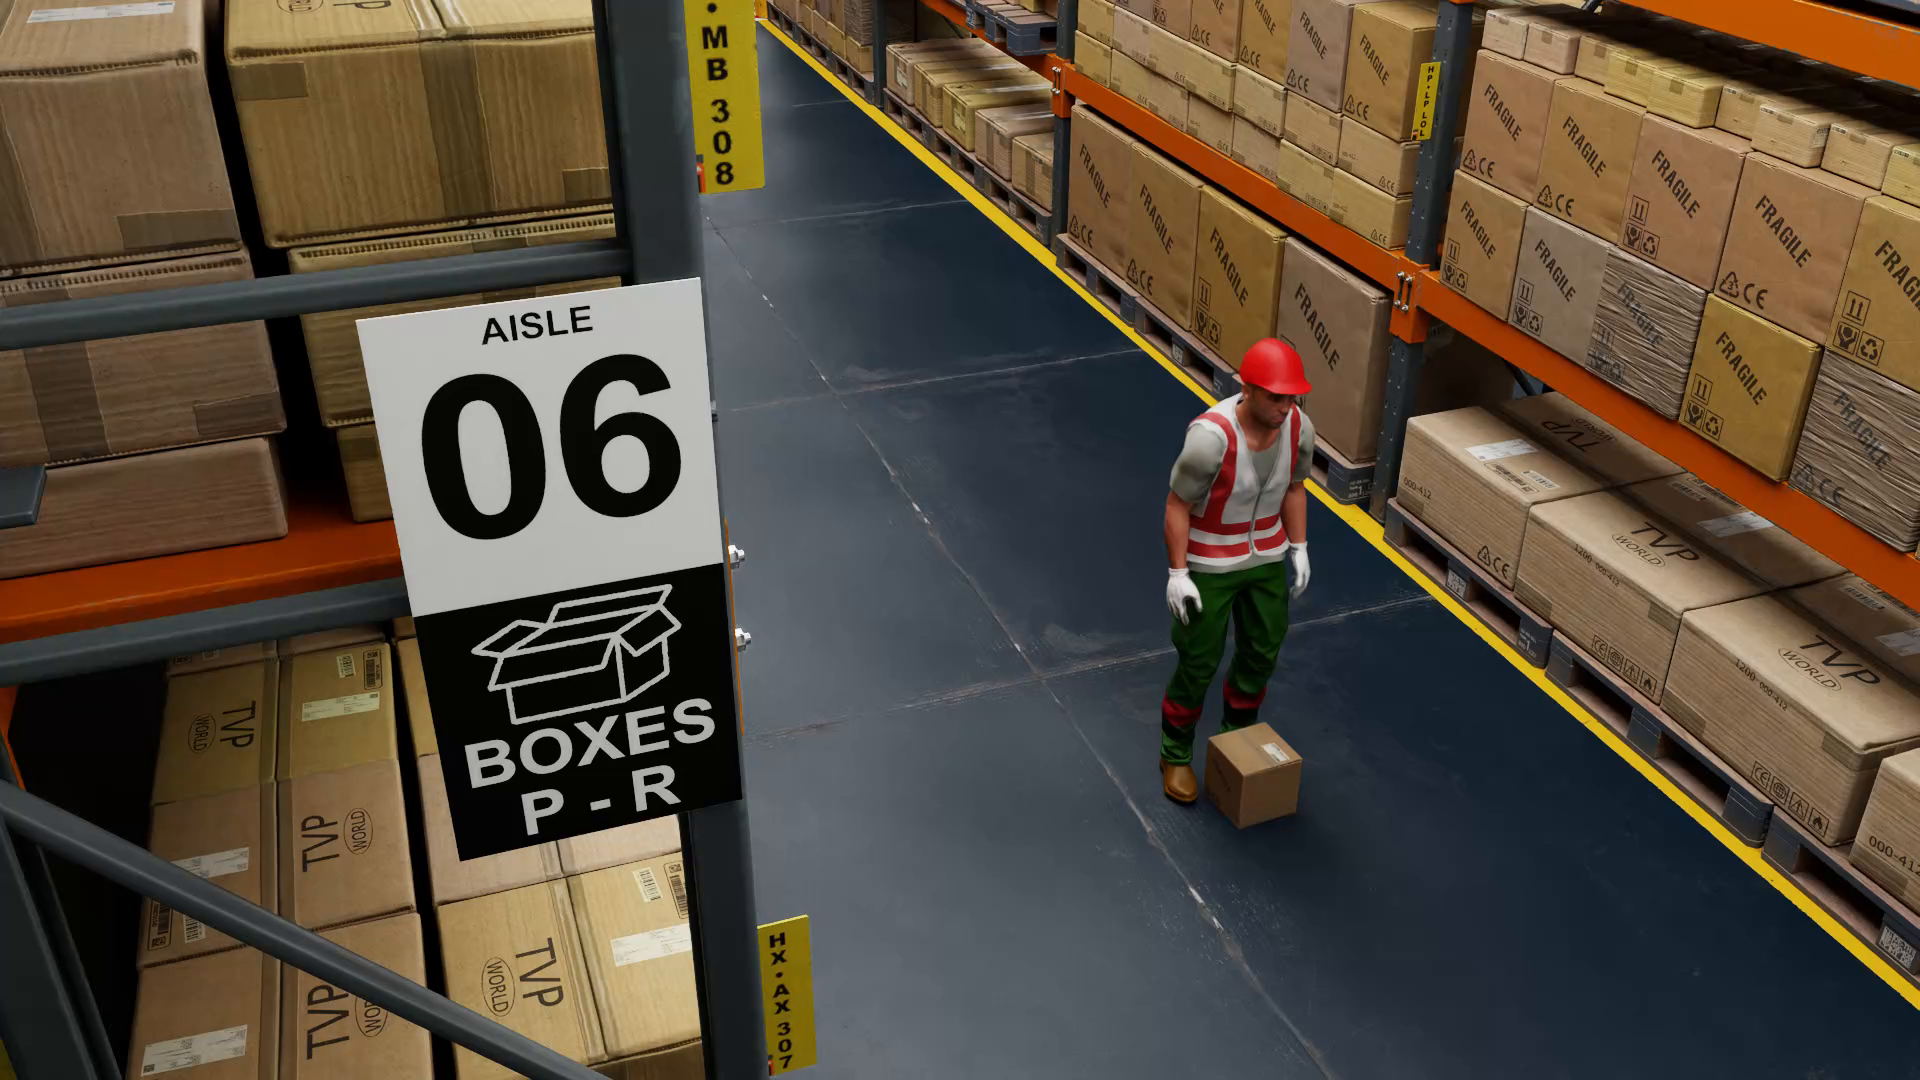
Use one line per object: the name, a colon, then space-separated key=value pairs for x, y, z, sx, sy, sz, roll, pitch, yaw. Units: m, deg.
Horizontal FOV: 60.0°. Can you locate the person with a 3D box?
person: x=1.007 y=0.098 z=5.941 sx=0.616 sy=1.778 sz=0.453 roll=-12 pitch=32 yaw=-21
